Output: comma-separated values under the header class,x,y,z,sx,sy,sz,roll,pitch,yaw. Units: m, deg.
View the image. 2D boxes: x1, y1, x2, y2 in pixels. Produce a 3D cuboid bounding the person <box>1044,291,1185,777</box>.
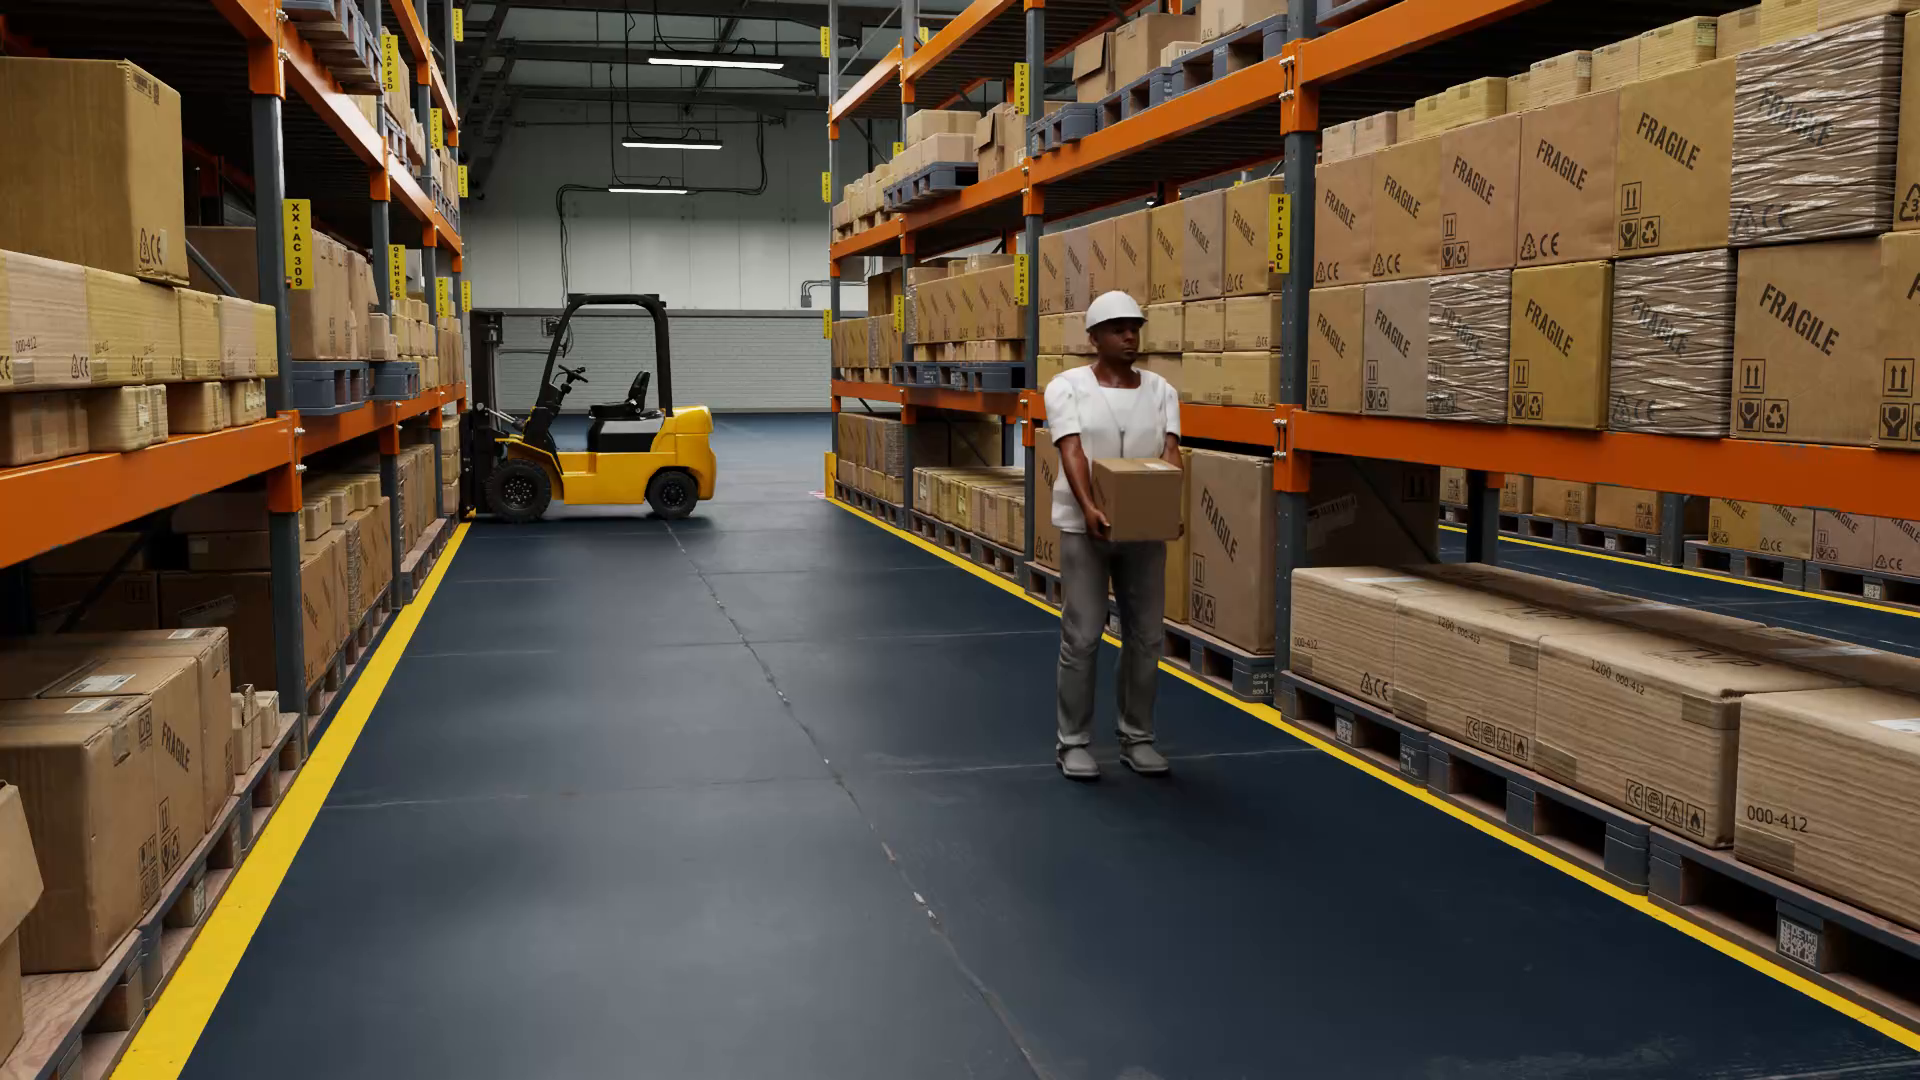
class,x,y,z,sx,sy,sz,roll,pitch,yaw
person,0.588,-0.016,6.009,0.504,1.761,0.578,-1,6,-13
